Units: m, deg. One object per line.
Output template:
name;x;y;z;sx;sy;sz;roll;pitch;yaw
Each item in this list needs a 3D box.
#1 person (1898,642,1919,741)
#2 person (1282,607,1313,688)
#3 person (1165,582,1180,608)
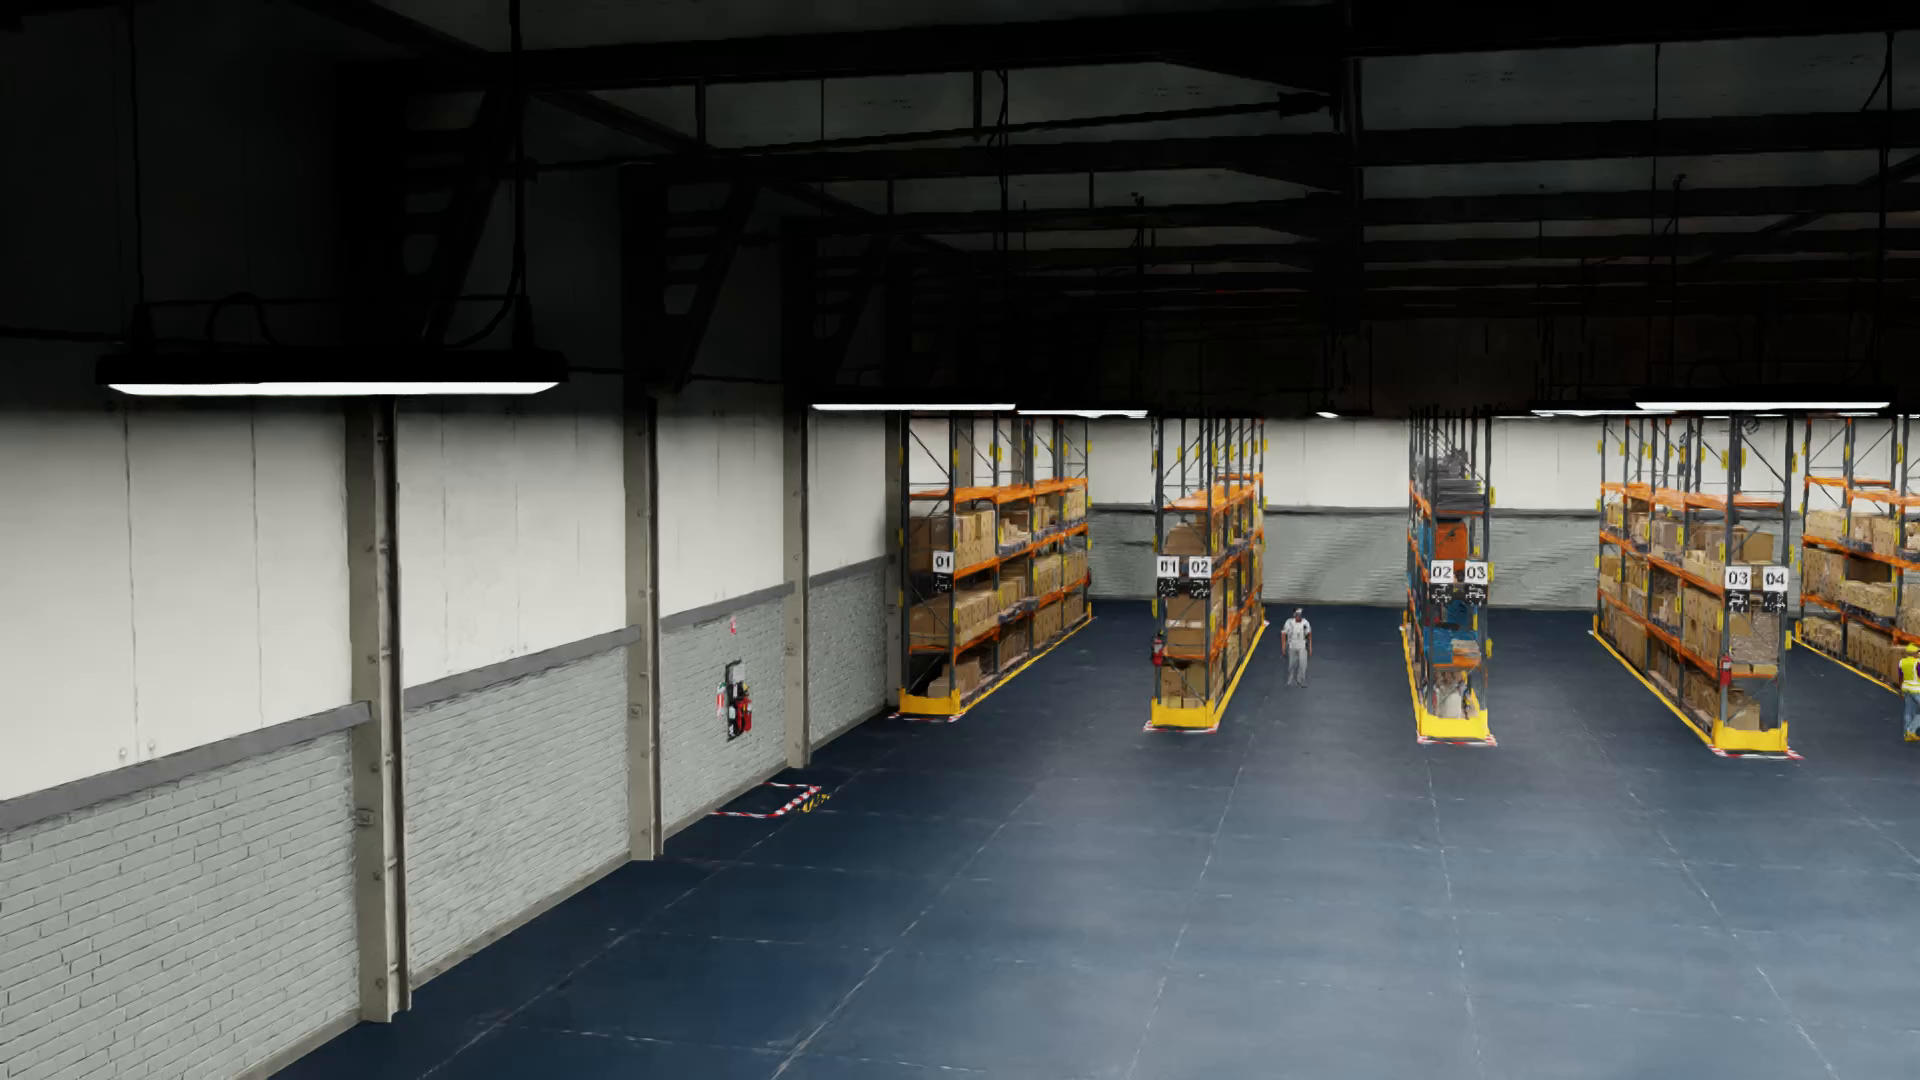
person;17.014;2.711;29.670;0.449;1.762;0.604;-1;4;-16
person;7.268;2.286;35.904;0.673;1.729;0.700;0;4;5
person;5.799;1.628;44.986;0.553;1.709;1.123;1;4;16
